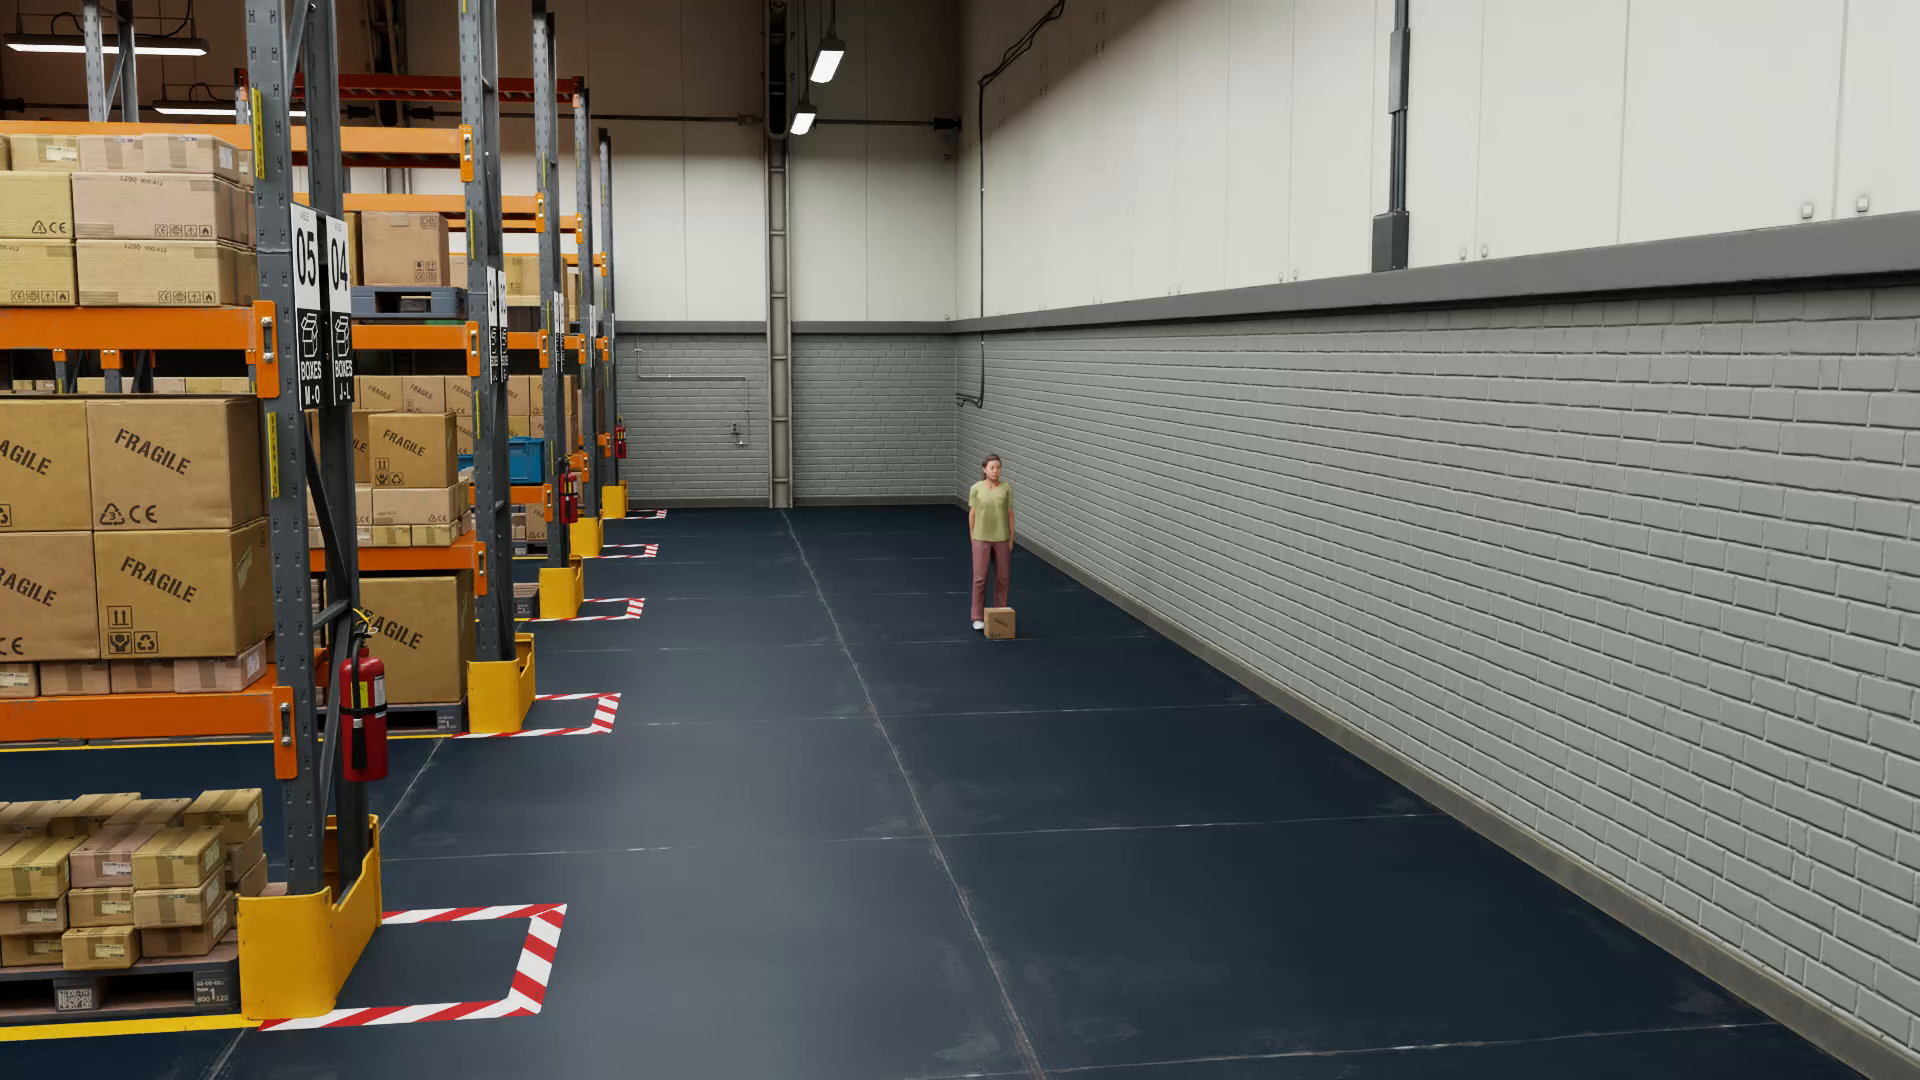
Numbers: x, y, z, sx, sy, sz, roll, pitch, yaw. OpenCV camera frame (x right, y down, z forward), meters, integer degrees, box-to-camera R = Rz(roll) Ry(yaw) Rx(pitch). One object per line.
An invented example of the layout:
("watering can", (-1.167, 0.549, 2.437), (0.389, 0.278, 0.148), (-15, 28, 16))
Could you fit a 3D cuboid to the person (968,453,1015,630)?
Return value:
("person", (0.303, 0.010, 15.748), (0.441, 1.670, 0.367), (-1, 7, -7))
